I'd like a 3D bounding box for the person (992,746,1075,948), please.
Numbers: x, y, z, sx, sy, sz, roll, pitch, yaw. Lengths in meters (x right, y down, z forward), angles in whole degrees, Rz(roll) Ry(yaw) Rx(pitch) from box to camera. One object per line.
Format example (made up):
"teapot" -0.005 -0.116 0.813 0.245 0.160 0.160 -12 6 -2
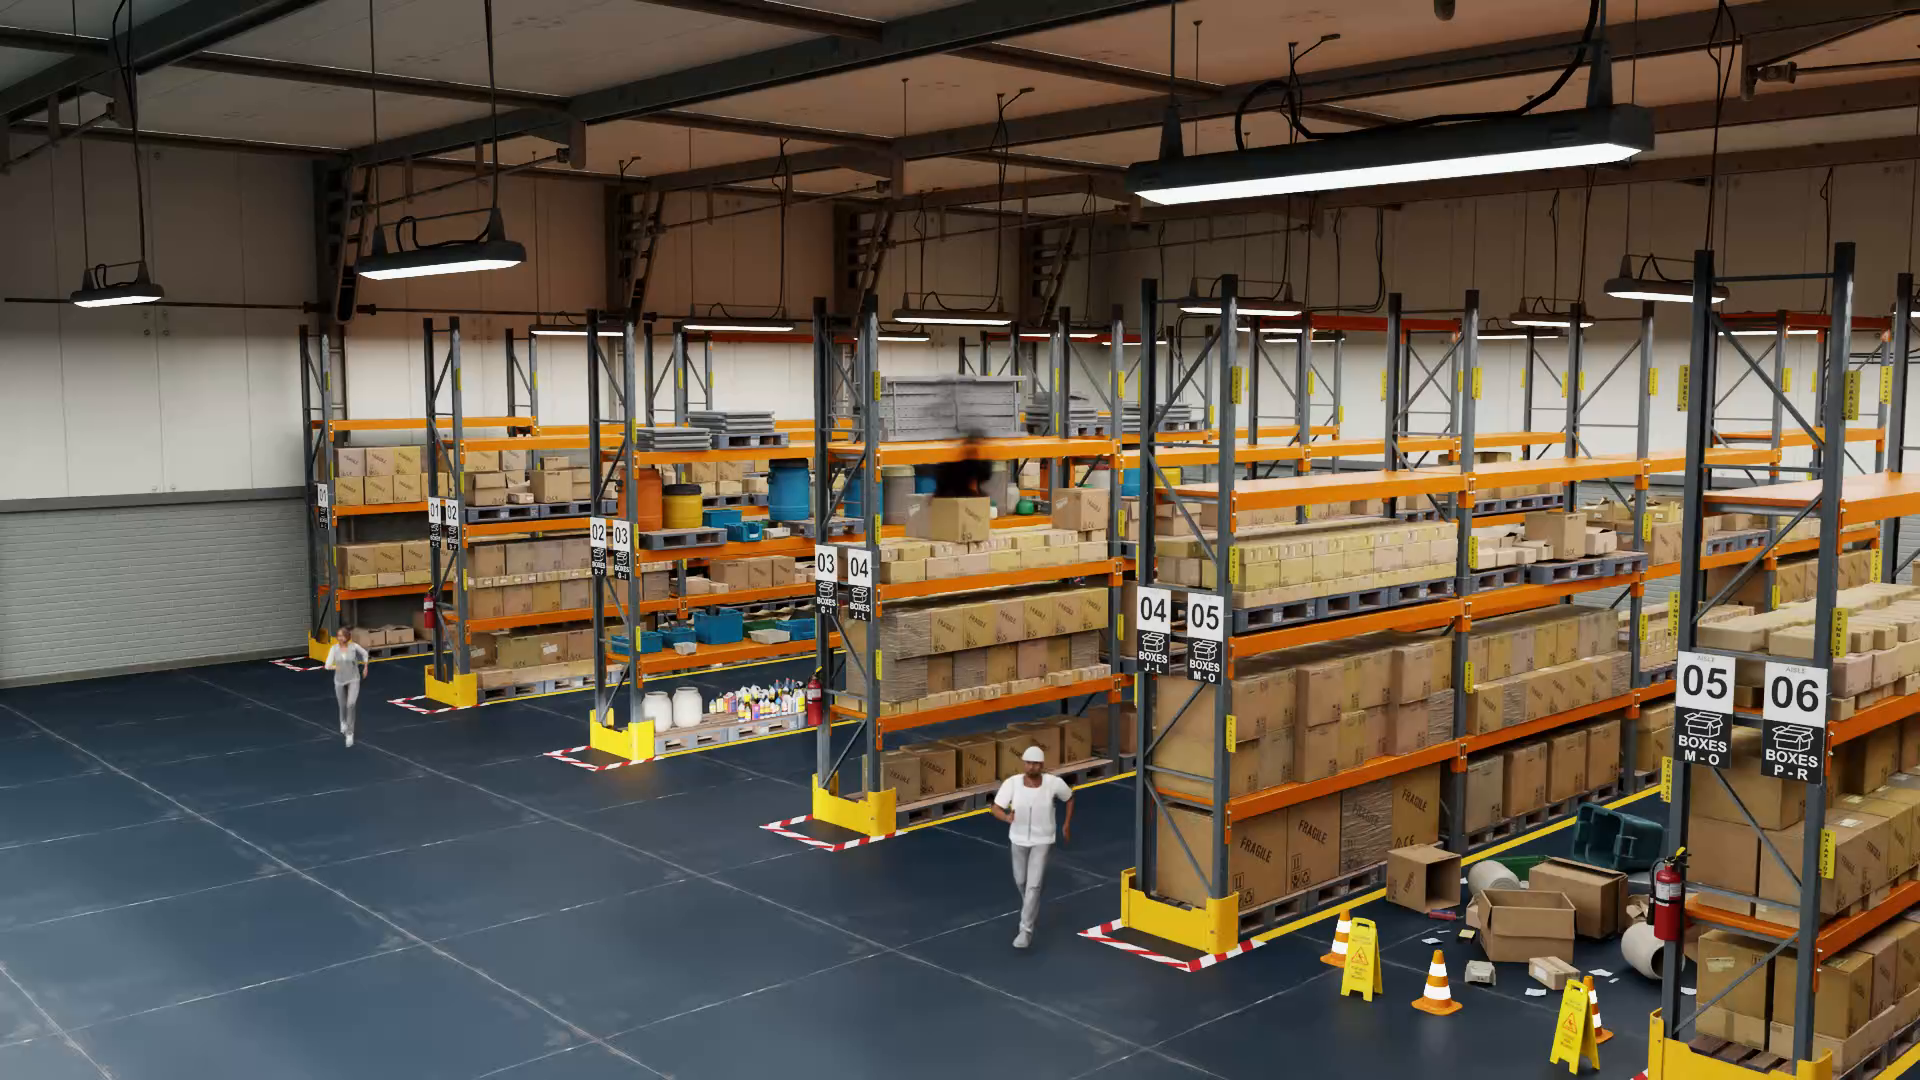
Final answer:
"person" 0.654 2.728 15.125 0.719 1.739 0.997 1 6 14

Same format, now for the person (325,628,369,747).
"person" -8.579 2.018 23.306 0.547 1.627 0.850 -1 6 -11
